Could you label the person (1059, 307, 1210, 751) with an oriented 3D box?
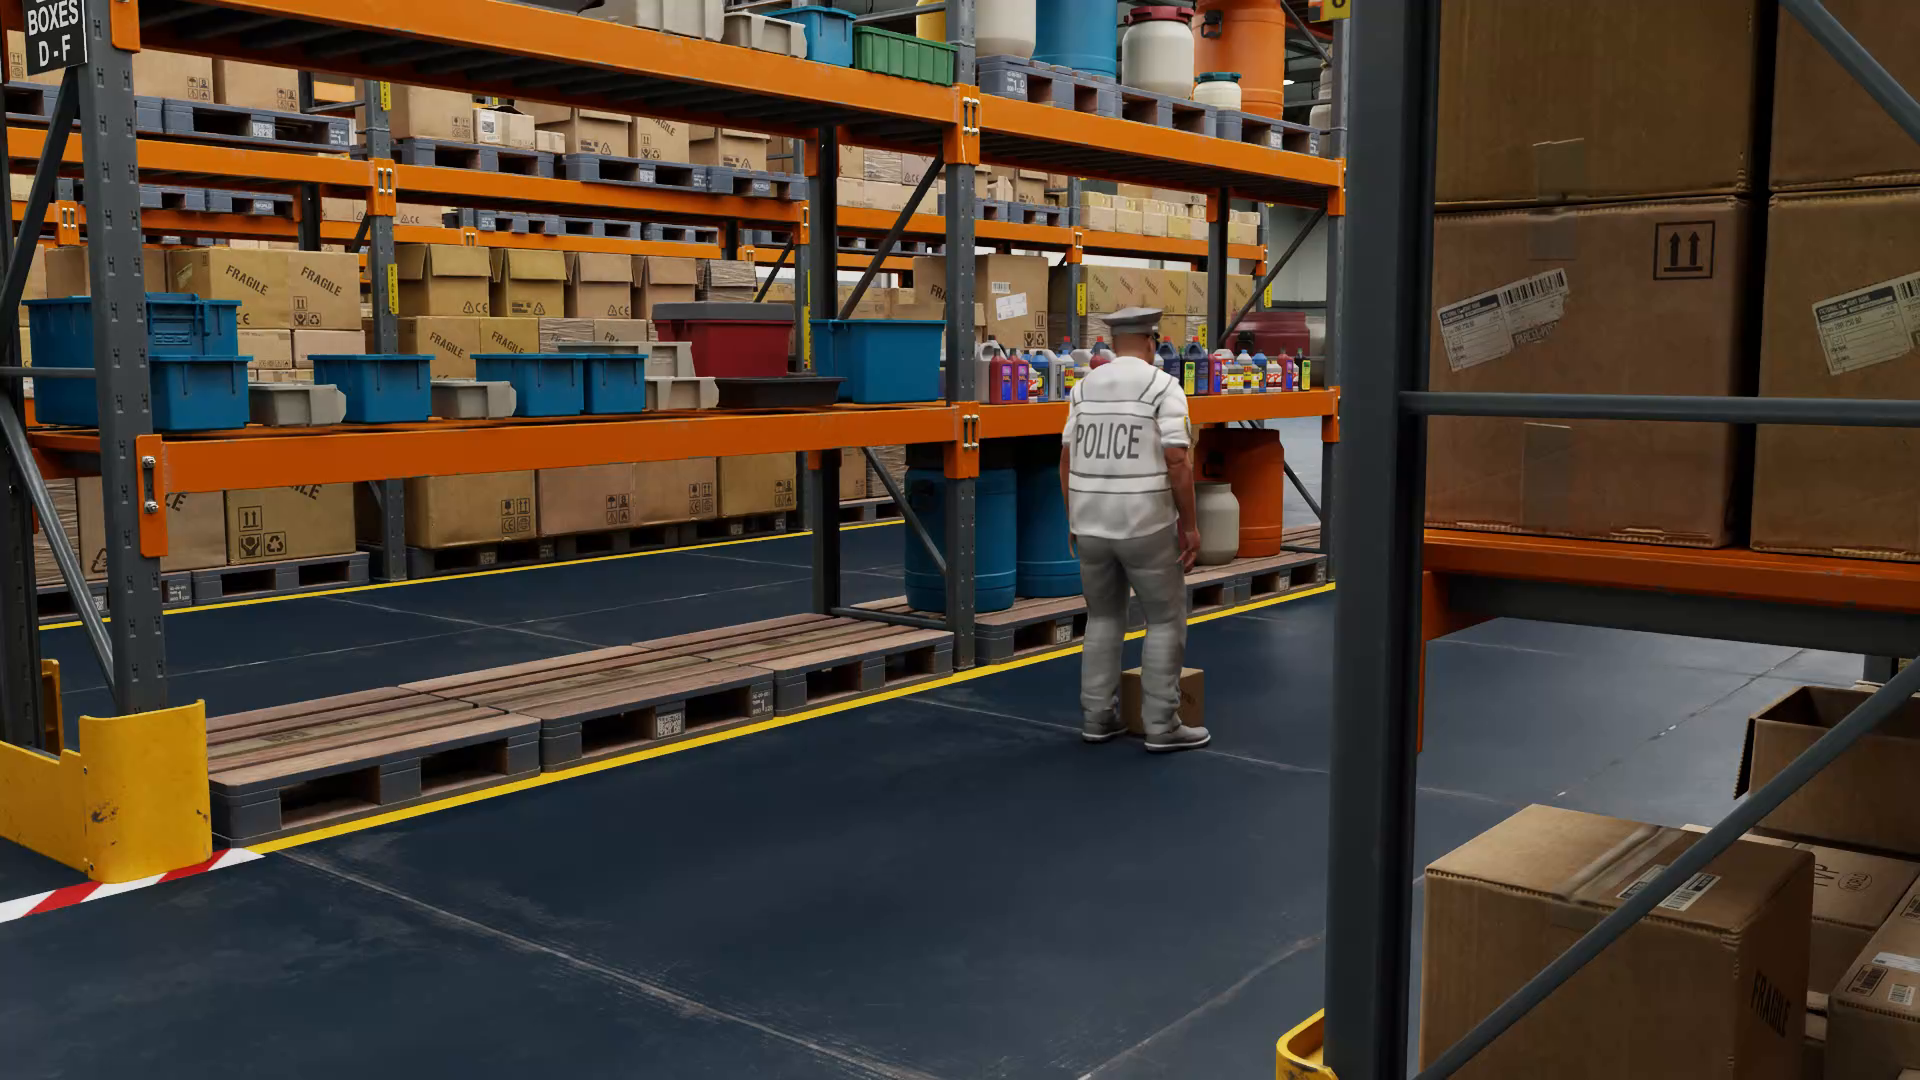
[{"bbox_3d":[0.672,-0.050,6.628,0.600,1.747,0.437,5,8,35],"label":"person"}]
